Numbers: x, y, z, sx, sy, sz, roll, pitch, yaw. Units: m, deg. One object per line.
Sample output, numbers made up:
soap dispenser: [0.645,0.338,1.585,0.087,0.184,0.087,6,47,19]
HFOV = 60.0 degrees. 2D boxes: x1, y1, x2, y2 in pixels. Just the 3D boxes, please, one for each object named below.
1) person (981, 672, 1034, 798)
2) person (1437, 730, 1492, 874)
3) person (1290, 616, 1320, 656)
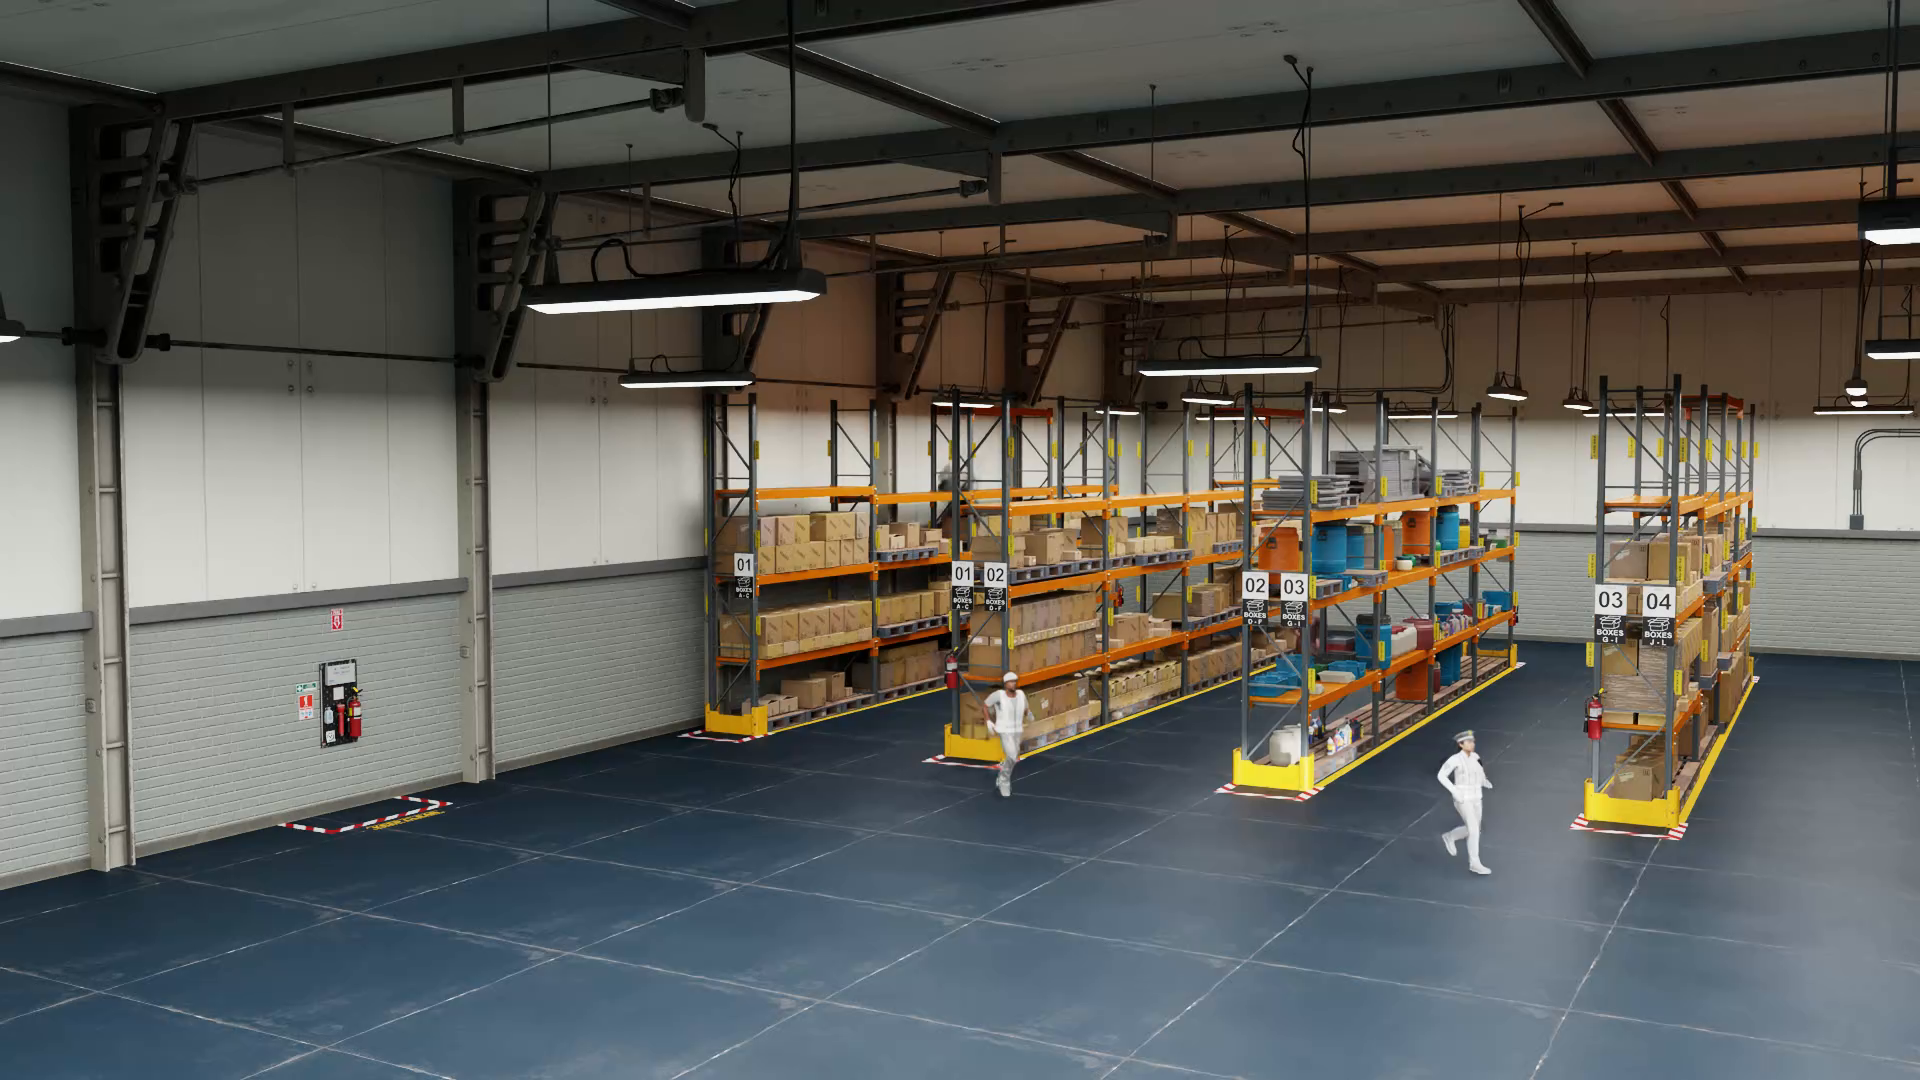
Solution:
person: [0.741,2.818,24.135,0.668,1.811,0.743,-2,4,-35]
person: [6.033,3.089,19.863,0.626,1.665,0.832,-2,4,-29]
person: [7.241,2.250,34.856,0.665,1.809,0.770,1,3,21]
